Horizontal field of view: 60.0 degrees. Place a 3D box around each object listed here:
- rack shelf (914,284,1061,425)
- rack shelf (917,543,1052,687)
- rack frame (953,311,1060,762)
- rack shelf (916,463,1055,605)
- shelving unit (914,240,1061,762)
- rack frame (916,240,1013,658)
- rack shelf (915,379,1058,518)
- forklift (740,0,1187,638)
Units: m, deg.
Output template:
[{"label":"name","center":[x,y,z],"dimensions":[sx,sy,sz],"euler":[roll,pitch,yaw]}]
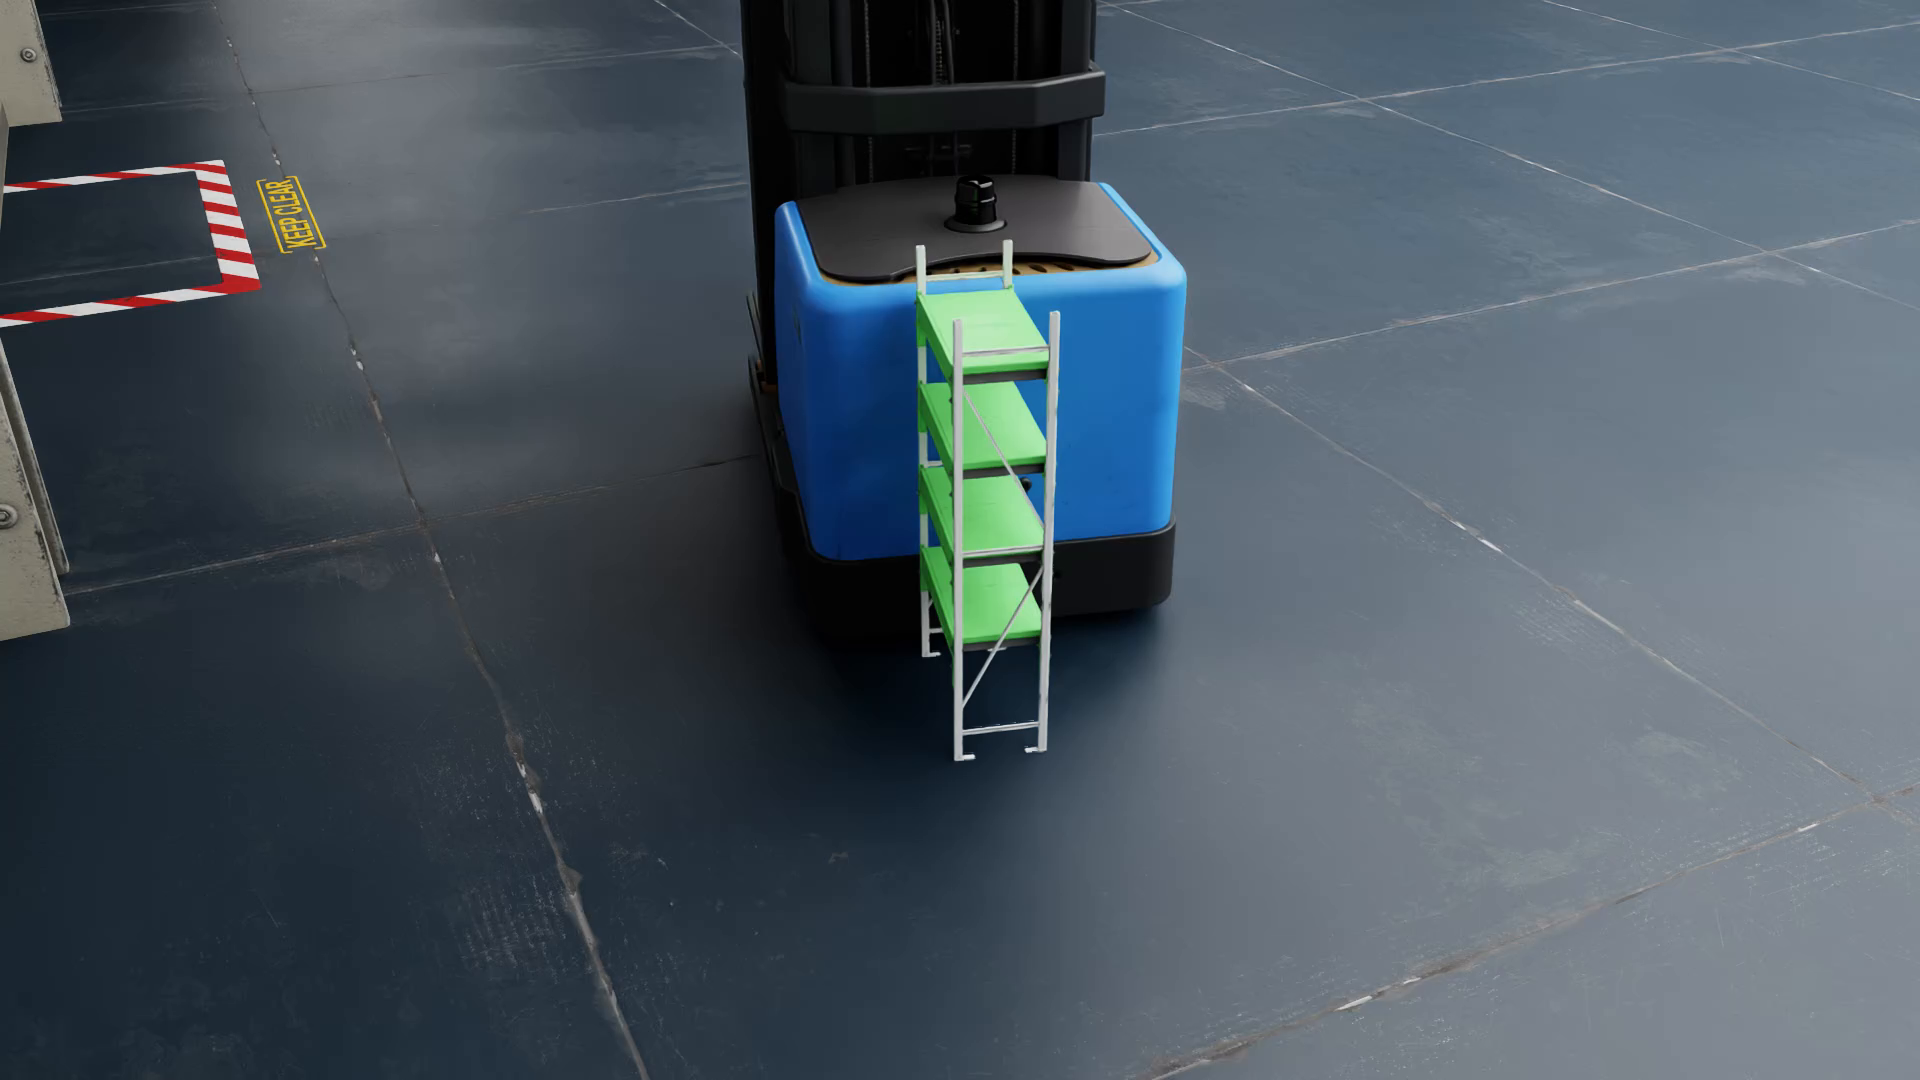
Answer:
[{"label":"rack shelf","center":[0.057,-0.452,3.978],"dimensions":[0.258,0.148,0.480],"euler":[-5,30,-9]},{"label":"rack shelf","center":[0.057,0.176,4.331],"dimensions":[0.258,0.148,0.480],"euler":[-5,30,-9]},{"label":"rack frame","center":[0.103,0.028,3.973],"dimensions":[0.240,1.200,0.015],"euler":[-5,30,-9]},{"label":"rack shelf","center":[0.057,-0.033,4.213],"dimensions":[0.258,0.148,0.480],"euler":[-5,30,-9]},{"label":"shelving unit","center":[0.057,-0.089,4.182],"dimensions":[0.258,1.200,0.503],"euler":[-5,30,-9]},{"label":"rack frame","center":[0.011,-0.206,4.391],"dimensions":[0.240,1.200,0.015],"euler":[-5,30,-9]},{"label":"rack shelf","center":[0.057,-0.243,4.096],"dimensions":[0.258,0.148,0.480],"euler":[-5,30,-9]},{"label":"forklift","center":[-0.169,-1.709,5.302],"dimensions":[1.130,2.935,3.031],"euler":[-5,30,-9]}]
